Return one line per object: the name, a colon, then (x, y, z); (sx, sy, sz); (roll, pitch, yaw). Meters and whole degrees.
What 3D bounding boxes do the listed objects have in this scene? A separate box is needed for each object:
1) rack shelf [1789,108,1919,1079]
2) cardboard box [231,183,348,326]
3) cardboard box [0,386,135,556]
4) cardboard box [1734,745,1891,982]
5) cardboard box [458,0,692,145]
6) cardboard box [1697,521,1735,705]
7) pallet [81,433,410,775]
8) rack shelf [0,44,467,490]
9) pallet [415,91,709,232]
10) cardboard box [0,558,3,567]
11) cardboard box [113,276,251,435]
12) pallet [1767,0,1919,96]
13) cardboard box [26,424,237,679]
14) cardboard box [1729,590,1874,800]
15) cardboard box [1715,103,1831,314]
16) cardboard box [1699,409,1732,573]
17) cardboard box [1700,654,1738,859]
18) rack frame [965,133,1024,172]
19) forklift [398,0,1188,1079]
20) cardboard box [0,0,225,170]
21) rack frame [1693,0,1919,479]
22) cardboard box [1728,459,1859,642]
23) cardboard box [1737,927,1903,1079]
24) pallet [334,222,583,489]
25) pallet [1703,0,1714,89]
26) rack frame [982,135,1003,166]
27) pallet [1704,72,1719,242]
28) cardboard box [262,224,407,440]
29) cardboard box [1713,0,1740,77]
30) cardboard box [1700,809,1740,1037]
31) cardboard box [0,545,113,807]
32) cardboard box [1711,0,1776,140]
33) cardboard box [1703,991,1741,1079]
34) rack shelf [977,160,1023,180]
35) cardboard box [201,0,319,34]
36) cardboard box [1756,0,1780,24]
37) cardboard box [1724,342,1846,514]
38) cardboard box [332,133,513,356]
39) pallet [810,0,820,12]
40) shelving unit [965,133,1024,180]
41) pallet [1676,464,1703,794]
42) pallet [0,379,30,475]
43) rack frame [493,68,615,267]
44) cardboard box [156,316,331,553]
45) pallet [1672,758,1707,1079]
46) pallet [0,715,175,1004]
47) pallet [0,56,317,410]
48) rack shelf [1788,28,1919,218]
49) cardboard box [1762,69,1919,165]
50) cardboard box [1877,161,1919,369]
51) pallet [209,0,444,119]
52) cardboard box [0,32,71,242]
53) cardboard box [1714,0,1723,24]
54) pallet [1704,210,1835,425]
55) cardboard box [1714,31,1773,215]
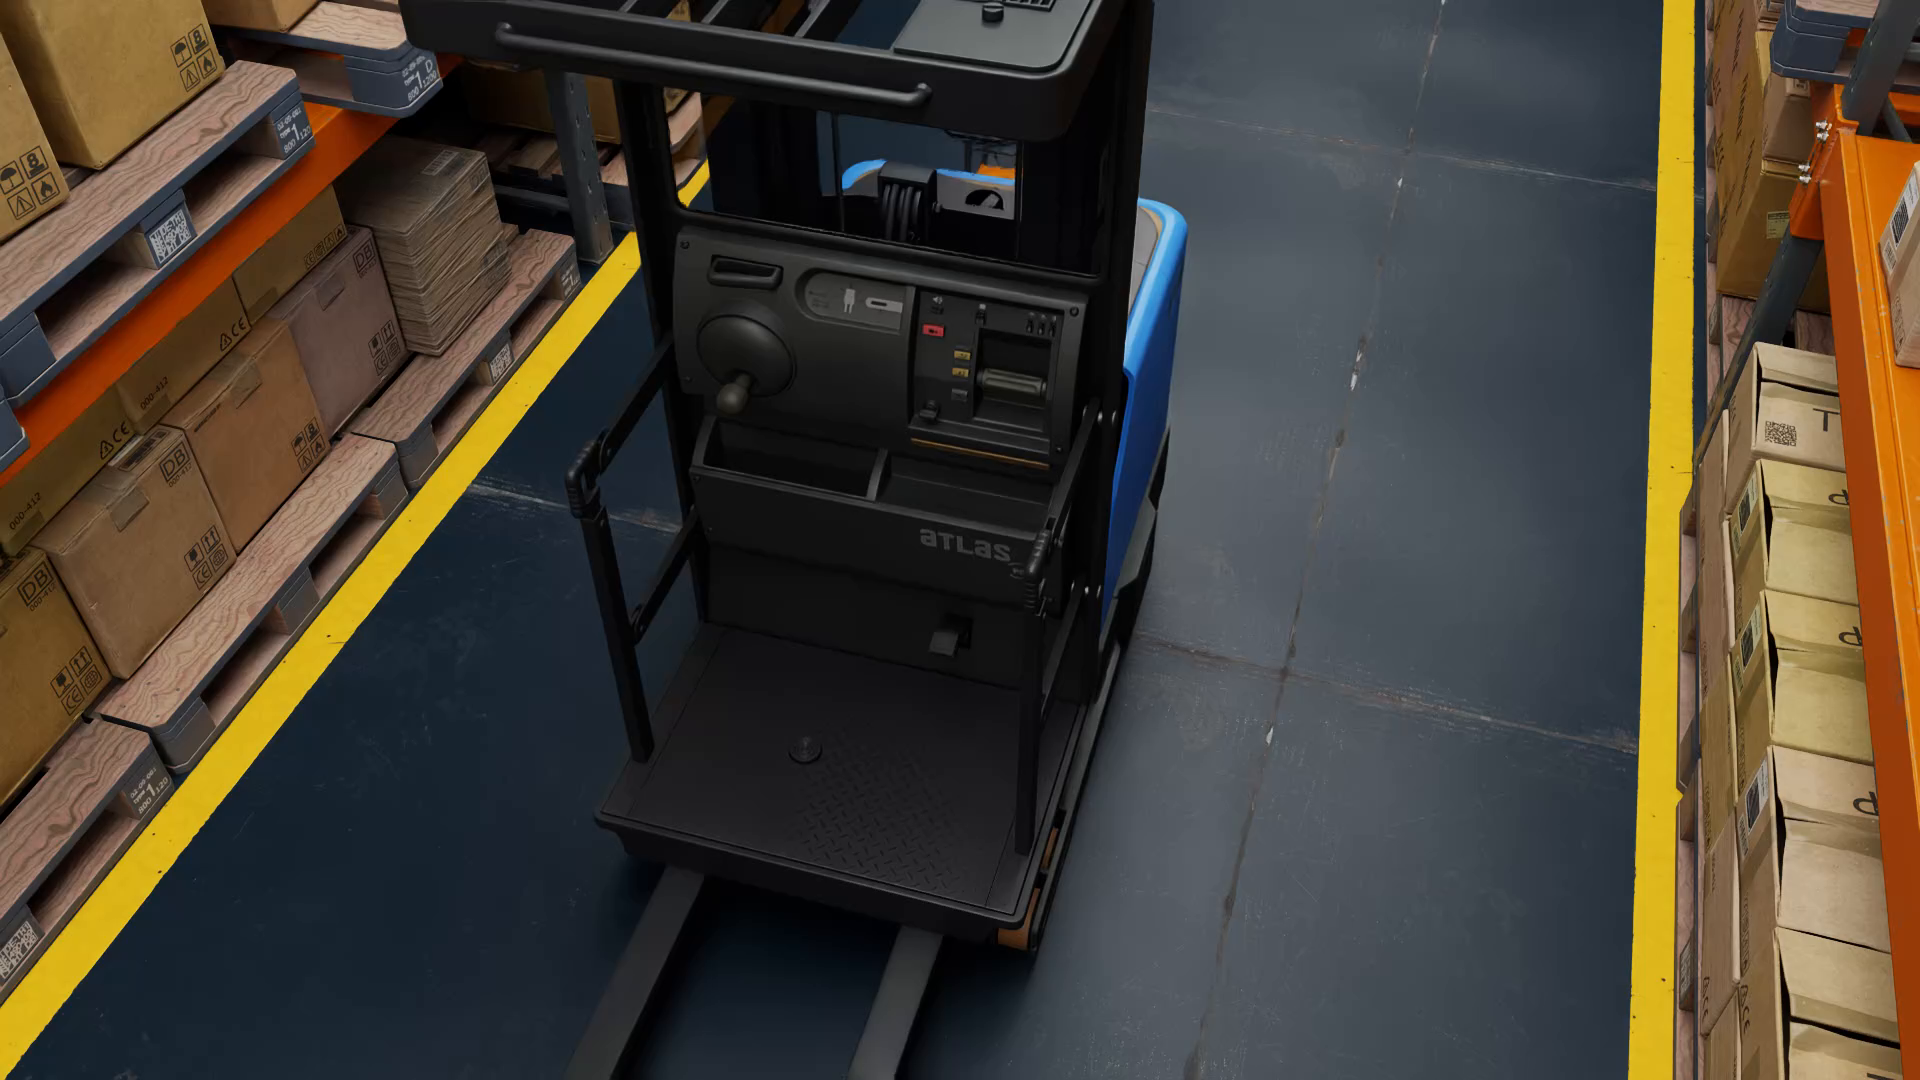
rack shelf: (2.294, 0.381, 3.231); (1.077, 0.370, 4.000); (13, 46, 13)
cardboard box: (-2.223, -0.931, 4.993); (0.500, 0.250, 0.500); (13, 46, 13)
cardboard box: (-2.543, -0.258, 4.306); (0.500, 0.250, 0.500); (11, 46, 11)
cardboard box: (1.999, 0.744, 3.610); (0.500, 0.311, 0.500); (12, 46, 12)
cardboard box: (-1.475, -2.101, 6.489); (0.750, 0.750, 0.750); (12, 46, 12)
cardboard box: (2.310, 0.245, 4.521); (0.500, 0.250, 0.500); (11, 46, 11)
pallet: (-2.432, 0.071, 5.026); (1.003, 0.211, 1.213); (13, 46, 13)
rack shelf: (-2.428, -0.666, 4.300); (1.077, 0.370, 4.000); (13, 46, 13)
pallet: (-1.512, -1.769, 6.907); (1.003, 0.211, 1.213); (13, 46, 13)
cardboard box: (-2.697, 0.090, 3.950); (0.500, 0.250, 0.500); (12, 46, 12)
cardboard box: (-2.374, -0.587, 4.641); (0.500, 0.250, 0.500); (12, 46, 12)
pallet: (3.038, -1.608, 4.886); (1.213, 0.211, 1.003); (13, 46, 13)
cardboard box: (-2.525, -0.035, 4.614); (0.700, 0.500, 0.500); (13, 46, 13)
cardboard box: (2.154, 0.401, 3.960); (0.500, 0.311, 0.500); (11, 46, 11)
cardboard box: (2.959, -1.147, 5.750); (0.500, 0.500, 0.500); (14, 46, 14)
cardboard box: (2.461, -0.090, 4.863); (0.500, 0.250, 0.500); (12, 46, 12)
cardboard box: (2.158, 0.593, 4.165); (0.500, 0.250, 0.500); (11, 46, 11)
rack frame: (0.131, -0.744, 5.152); (0.240, 1.200, 0.006); (12, 46, 12)
forklift: (-0.247, -0.332, 3.493); (1.130, 2.935, 3.031); (12, 46, 12)
cardboard box: (-2.311, -1.299, 4.047); (0.700, 0.500, 0.500); (13, 46, 13)
rack frame: (2.900, -1.210, 4.342); (1.000, 3.000, 0.127); (13, 46, 13)
cardboard box: (2.310, 0.061, 4.307); (0.500, 0.311, 0.500); (11, 46, 12)
cardboard box: (1.843, 1.078, 3.269); (0.500, 0.311, 0.500); (12, 46, 12)
pallet: (-2.060, -0.739, 5.854); (1.003, 0.211, 1.213); (13, 46, 13)
pallet: (3.901, -2.329, 7.479); (1.003, 0.211, 1.213); (13, 46, 13)
rack frame: (0.182, -0.867, 5.278); (0.240, 1.200, 0.006); (12, 46, 12)
pallet: (3.533, -1.513, 6.646); (1.003, 0.211, 1.213); (13, 46, 13)
cardboard box: (-2.258, -0.711, 5.304); (0.700, 0.500, 0.500); (12, 46, 12)
cardboard box: (3.423, -2.180, 6.805); (0.500, 0.500, 0.500); (13, 46, 13)
cardboard box: (2.003, 0.935, 3.816); (0.500, 0.250, 0.500); (13, 46, 13)
cardboard box: (-2.718, 0.297, 4.275); (0.700, 0.500, 0.500); (12, 46, 12)
cardboard box: (3.269, -1.843, 6.461); (0.500, 0.500, 0.500); (11, 45, 11)
cardboard box: (1.847, 1.273, 3.470); (0.500, 0.250, 0.500); (13, 46, 13)
rack shelf: (0.157, -1.031, 4.994); (0.258, 0.103, 0.180); (12, 46, 12)
cardboard box: (-2.099, -1.756, 4.513); (0.700, 0.500, 0.500); (9, 45, 9)
cardboard box: (3.278, -2.136, 6.225); (0.500, 0.250, 0.500); (12, 46, 12)
cardboard box: (2.461, -0.291, 4.667); (0.500, 0.311, 0.500); (14, 46, 14)
cardboard box: (-1.991, -1.029, 5.630); (0.700, 0.500, 0.500); (13, 46, 13)
pallet: (-1.141, -2.580, 7.735); (1.003, 0.211, 1.213); (13, 46, 13)
shelving unit: (0.157, -0.805, 5.215); (0.258, 1.200, 0.189); (12, 46, 12)
pallet: (2.613, 0.327, 4.764); (1.003, 0.211, 1.213); (13, 46, 13)
pallet: (-2.664, 0.000, 3.243); (1.003, 0.211, 1.213); (13, 46, 13)
rack frame: (-1.822, -2.256, 5.411); (1.000, 3.000, 0.127); (13, 46, 13)
cardboard box: (-2.381, -0.373, 4.960); (0.700, 0.500, 0.500); (12, 46, 12)
pallet: (2.242, 1.138, 3.936); (1.003, 0.211, 1.213); (13, 46, 13)
pallet: (-2.799, 0.887, 4.192); (1.003, 0.211, 1.213); (13, 46, 13)
pallet: (-2.383, -0.860, 4.121); (1.003, 0.211, 1.213); (13, 46, 13)
rack shelf: (3.505, -2.286, 5.955); (1.077, 0.370, 4.000); (13, 46, 13)
cardboard box: (2.972, -1.453, 5.527); (0.500, 0.250, 0.500); (14, 46, 14)
cardboard box: (2.444, -0.623, 3.805); (0.500, 0.311, 0.500); (12, 46, 12)
pallet: (-1.937, -1.690, 4.970); (1.213, 0.211, 1.003); (13, 46, 13)
cardboard box: (-2.501, -0.932, 3.671); (0.700, 0.500, 0.500); (19, 47, 18)
cardboard box: (3.581, -2.511, 7.144); (0.500, 0.500, 0.500); (13, 46, 13)
pallet: (3.162, -0.703, 5.817); (1.003, 0.211, 1.213); (13, 46, 13)
cardboard box: (3.116, -1.492, 6.102); (0.500, 0.500, 0.500); (11, 45, 11)
